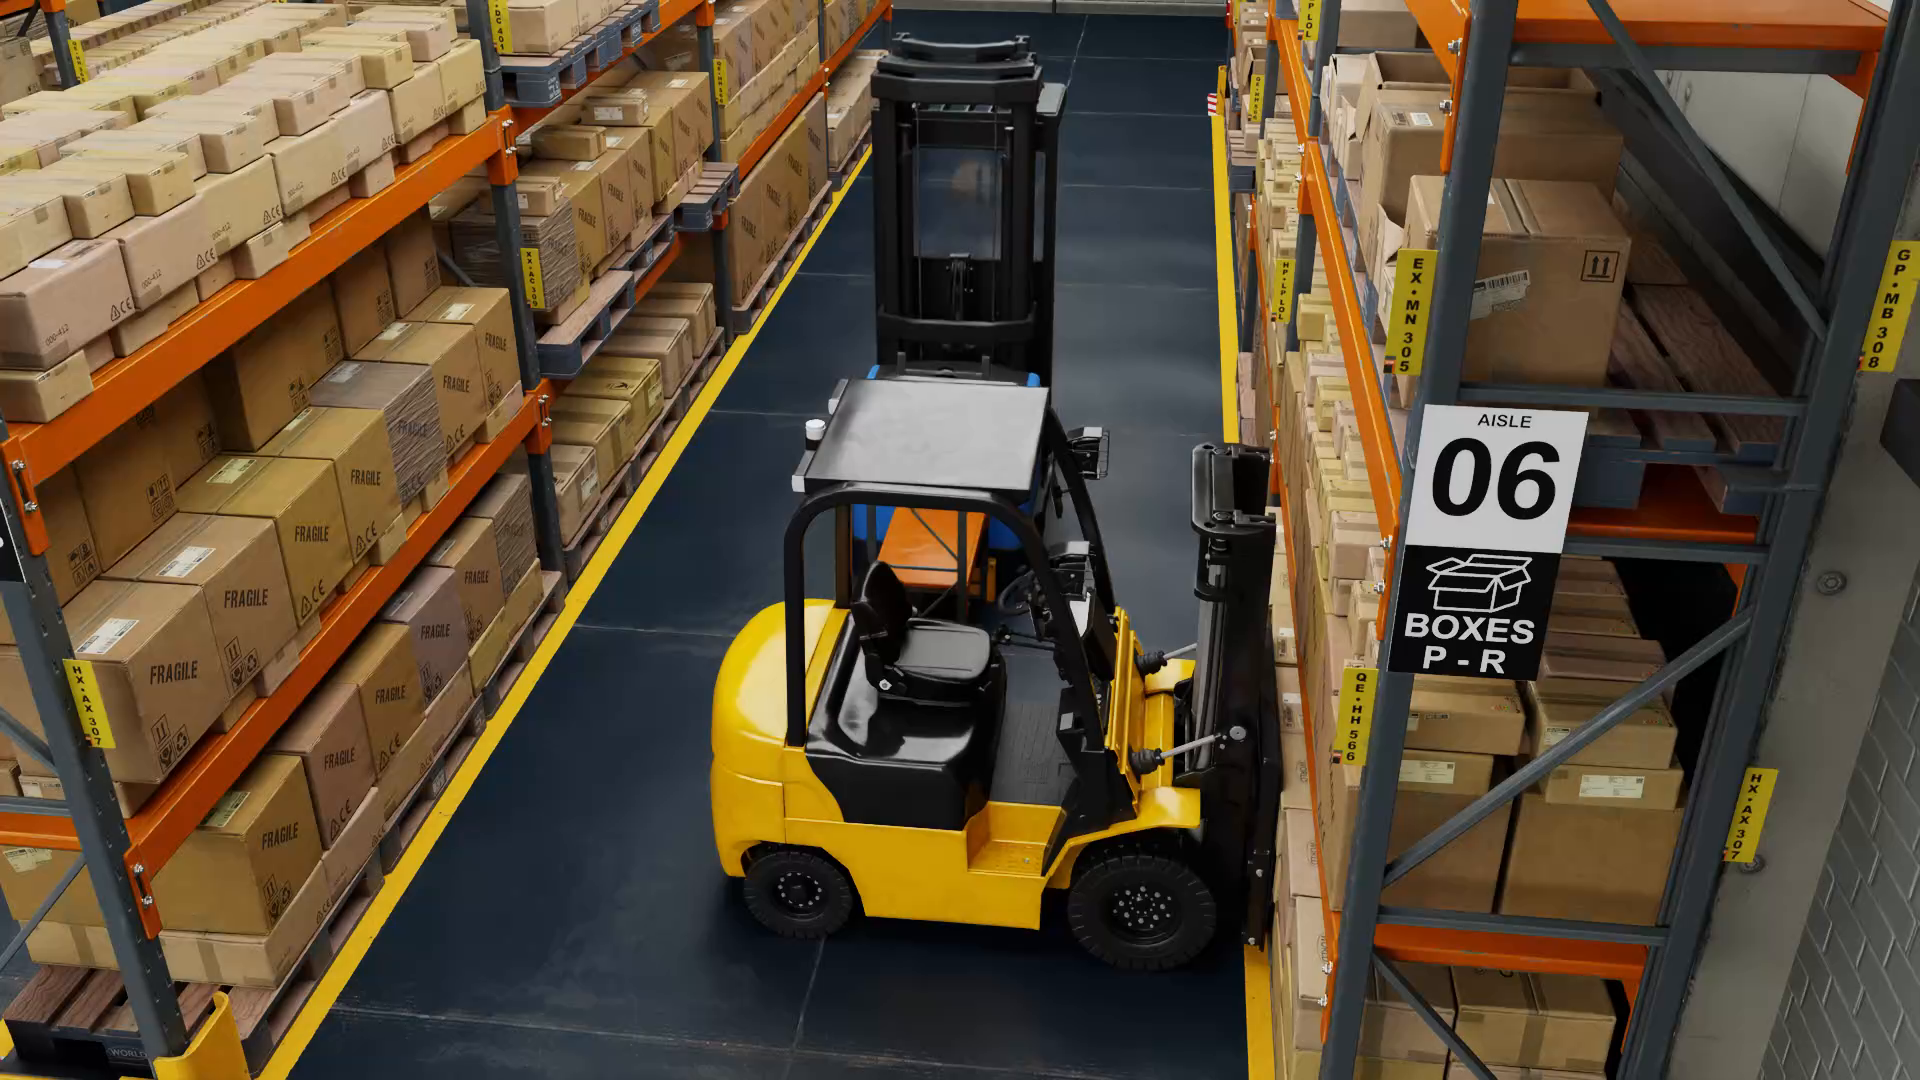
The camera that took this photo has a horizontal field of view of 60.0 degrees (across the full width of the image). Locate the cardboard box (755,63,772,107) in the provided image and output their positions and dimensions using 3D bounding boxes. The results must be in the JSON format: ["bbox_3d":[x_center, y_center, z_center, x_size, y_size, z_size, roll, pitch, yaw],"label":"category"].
[{"bbox_3d":[-1.848,-3.756,13.690,0.500,0.250,0.500,3,28,6],"label":"cardboard box"}]

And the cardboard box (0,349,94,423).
[{"bbox_3d":[-2.910,-0.482,5.084,0.380,0.149,0.250,3,28,6],"label":"cardboard box"}]

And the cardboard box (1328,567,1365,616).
[{"bbox_3d":[1.540,0.158,6.005,0.380,0.149,0.250,2,28,5],"label":"cardboard box"}]

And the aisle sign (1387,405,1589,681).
[{"bbox_3d":[1.354,0.021,4.307,0.394,0.787,0.004,3,28,6],"label":"aisle sign"}]

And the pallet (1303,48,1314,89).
[{"bbox_3d":[2.239,-2.383,8.550,0.805,0.209,1.217,2,28,4],"label":"pallet"}]

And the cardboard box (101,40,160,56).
[{"bbox_3d":[-6.871,-4.049,13.799,0.380,0.149,0.250,2,28,4],"label":"cardboard box"}]

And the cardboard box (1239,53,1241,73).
[{"bbox_3d":[2.573,-3.991,14.194,0.396,0.266,0.258,5,29,9],"label":"cardboard box"}]

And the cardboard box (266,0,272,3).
[{"bbox_3d":[-6.615,-5.033,15.624,0.380,0.149,0.250,3,28,5],"label":"cardboard box"}]

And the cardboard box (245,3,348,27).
[{"bbox_3d":[-3.145,-2.449,7.895,0.380,0.149,0.250,3,28,5],"label":"cardboard box"}]

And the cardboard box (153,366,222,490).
[{"bbox_3d":[-3.397,-0.487,6.518,0.700,0.500,0.500,3,28,6],"label":"cardboard box"}]

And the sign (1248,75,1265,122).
[{"bbox_3d":[2.094,-3.116,11.733,0.100,0.325,0.005,3,28,6],"label":"sign"}]

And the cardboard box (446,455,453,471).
[{"bbox_3d":[-2.697,-0.386,8.068,0.380,0.149,0.250,3,28,5],"label":"cardboard box"}]

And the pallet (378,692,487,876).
[{"bbox_3d":[-2.977,1.104,7.978,1.003,0.211,1.213,3,28,6],"label":"pallet"}]

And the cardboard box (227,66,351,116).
[{"bbox_3d":[-2.697,-1.802,6.694,0.380,0.149,0.250,4,29,7],"label":"cardboard box"}]

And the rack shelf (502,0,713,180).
[{"bbox_3d":[-2.538,-2.963,10.183,1.077,0.370,4.000,3,28,6],"label":"rack shelf"}]

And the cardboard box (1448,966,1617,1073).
[{"bbox_3d":[1.900,1.522,5.664,0.500,0.250,0.500,3,28,5],"label":"cardboard box"}]

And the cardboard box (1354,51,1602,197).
[{"bbox_3d":[1.800,-1.415,5.894,0.797,0.503,0.637,4,29,8],"label":"cardboard box"}]

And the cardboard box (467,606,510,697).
[{"bbox_3d":[-2.644,0.553,8.517,0.500,0.250,0.500,3,28,5],"label":"cardboard box"}]

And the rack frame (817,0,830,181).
[{"bbox_3d":[-1.803,-4.783,15.966,1.000,3.000,0.127,3,28,6],"label":"rack frame"}]

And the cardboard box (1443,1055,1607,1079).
[{"bbox_3d":[1.917,1.748,5.771,0.500,0.250,0.500,4,29,7],"label":"cardboard box"}]

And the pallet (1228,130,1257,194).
[{"bbox_3d":[2.647,-2.852,12.584,1.213,0.211,1.003,3,28,6],"label":"pallet"}]

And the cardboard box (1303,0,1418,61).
[{"bbox_3d":[1.991,-2.596,8.289,0.500,0.311,0.500,2,28,5],"label":"cardboard box"}]

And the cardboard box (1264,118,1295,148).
[{"bbox_3d":[2.303,-2.810,11.515,0.380,0.149,0.250,4,29,8],"label":"cardboard box"}]

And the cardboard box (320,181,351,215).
[{"bbox_3d":[-2.775,-1.460,6.901,0.380,0.149,0.250,4,29,7],"label":"cardboard box"}]

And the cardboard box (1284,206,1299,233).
[{"bbox_3d":[2.093,-1.837,9.708,0.380,0.149,0.250,4,29,7],"label":"cardboard box"}]

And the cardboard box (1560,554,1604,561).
[{"bbox_3d":[2.043,0.058,5.876,0.380,0.149,0.250,4,29,8],"label":"cardboard box"}]

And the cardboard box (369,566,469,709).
[{"bbox_3d":[-2.711,0.452,7.914,0.500,0.500,0.500,5,29,9],"label":"cardboard box"}]

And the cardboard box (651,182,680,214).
[{"bbox_3d":[-2.105,-2.307,11.191,0.380,0.149,0.250,4,29,7],"label":"cardboard box"}]

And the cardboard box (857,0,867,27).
[{"bbox_3d":[-1.289,-5.746,17.647,0.500,0.500,0.500,4,29,8],"label":"cardboard box"}]

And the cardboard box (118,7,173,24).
[{"bbox_3d":[-7.358,-4.711,15.026,0.380,0.149,0.250,3,28,6],"label":"cardboard box"}]

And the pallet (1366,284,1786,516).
[{"bbox_3d":[1.766,-0.461,4.874,1.003,0.211,1.213,3,28,6],"label":"pallet"}]

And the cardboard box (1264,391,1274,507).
[{"bbox_3d":[2.299,-0.481,10.042,0.875,0.625,0.625,3,28,6],"label":"cardboard box"}]

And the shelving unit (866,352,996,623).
[{"bbox_3d":[-0.151,-0.099,8.853,0.587,1.500,1.083,3,29,6],"label":"shelving unit"}]

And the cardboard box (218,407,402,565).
[{"bbox_3d":[-2.764,-0.240,7.114,0.500,0.500,0.500,3,28,5],"label":"cardboard box"}]

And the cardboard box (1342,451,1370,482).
[{"bbox_3d":[1.671,-0.212,6.377,0.380,0.149,0.250,4,29,7],"label":"cardboard box"}]

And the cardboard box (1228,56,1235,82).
[{"bbox_3d":[3.445,-5.183,18.897,0.797,0.503,0.637,2,28,4],"label":"cardboard box"}]

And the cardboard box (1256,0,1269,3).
[{"bbox_3d":[3.065,-5.286,16.744,0.500,0.250,0.500,3,28,6],"label":"cardboard box"}]

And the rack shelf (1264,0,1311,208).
[{"bbox_3d":[2.389,-2.676,9.651,1.077,0.370,4.000,3,28,6],"label":"rack shelf"}]

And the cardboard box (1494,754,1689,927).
[{"bbox_3d":[1.990,0.891,5.328,0.500,0.500,0.500,4,29,8],"label":"cardboard box"}]

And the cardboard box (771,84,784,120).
[{"bbox_3d":[-1.811,-3.772,14.247,0.500,0.250,0.500,3,28,6],"label":"cardboard box"}]

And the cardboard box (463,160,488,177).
[{"bbox_3d":[-2.879,-2.219,9.660,0.380,0.149,0.250,3,28,5],"label":"cardboard box"}]

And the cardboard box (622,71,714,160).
[{"bbox_3d":[-2.073,-3.030,11.850,0.500,0.500,0.500,3,28,5],"label":"cardboard box"}]

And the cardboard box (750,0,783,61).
[{"bbox_3d":[-1.795,-4.317,13.940,0.500,0.500,0.500,4,29,7],"label":"cardboard box"}]

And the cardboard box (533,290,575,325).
[{"bbox_3d":[-2.402,-1.334,9.385,0.380,0.149,0.250,4,29,7],"label":"cardboard box"}]

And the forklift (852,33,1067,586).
[{"bbox_3d":[0.058,-1.700,10.316,1.130,2.935,3.031,3,29,6],"label":"forklift"}]

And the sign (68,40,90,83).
[{"bbox_3d":[-6.667,-3.620,12.585,0.100,0.325,0.005,3,28,6],"label":"sign"}]

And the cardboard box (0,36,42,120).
[{"bbox_3d":[-7.283,-3.414,12.265,0.700,0.500,0.500,3,28,6],"label":"cardboard box"}]

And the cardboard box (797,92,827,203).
[{"bbox_3d":[-1.799,-3.736,15.820,0.875,0.875,0.875,4,29,8],"label":"cardboard box"}]

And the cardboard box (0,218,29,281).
[{"bbox_3d":[-3.027,-0.851,4.929,0.380,0.149,0.250,3,28,6],"label":"cardboard box"}]

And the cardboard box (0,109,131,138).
[{"bbox_3d":[-3.264,-1.465,6.069,0.380,0.149,0.250,3,28,5],"label":"cardboard box"}]

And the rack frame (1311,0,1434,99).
[{"bbox_3d":[2.144,-3.372,7.021,1.000,3.000,0.127,3,28,6],"label":"rack frame"}]

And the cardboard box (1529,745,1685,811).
[{"bbox_3d":[1.953,0.678,5.040,0.380,0.149,0.250,3,28,5],"label":"cardboard box"}]

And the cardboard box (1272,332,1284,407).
[{"bbox_3d":[1.946,-0.917,8.948,0.500,0.250,0.500,4,29,7],"label":"cardboard box"}]

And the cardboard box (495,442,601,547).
[{"bbox_3d":[-2.721,-0.293,9.958,0.950,0.372,0.625,4,29,7],"label":"cardboard box"}]

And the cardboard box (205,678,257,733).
[{"bbox_3d":[-2.896,0.588,6.260,0.380,0.149,0.250,2,28,5],"label":"cardboard box"}]
